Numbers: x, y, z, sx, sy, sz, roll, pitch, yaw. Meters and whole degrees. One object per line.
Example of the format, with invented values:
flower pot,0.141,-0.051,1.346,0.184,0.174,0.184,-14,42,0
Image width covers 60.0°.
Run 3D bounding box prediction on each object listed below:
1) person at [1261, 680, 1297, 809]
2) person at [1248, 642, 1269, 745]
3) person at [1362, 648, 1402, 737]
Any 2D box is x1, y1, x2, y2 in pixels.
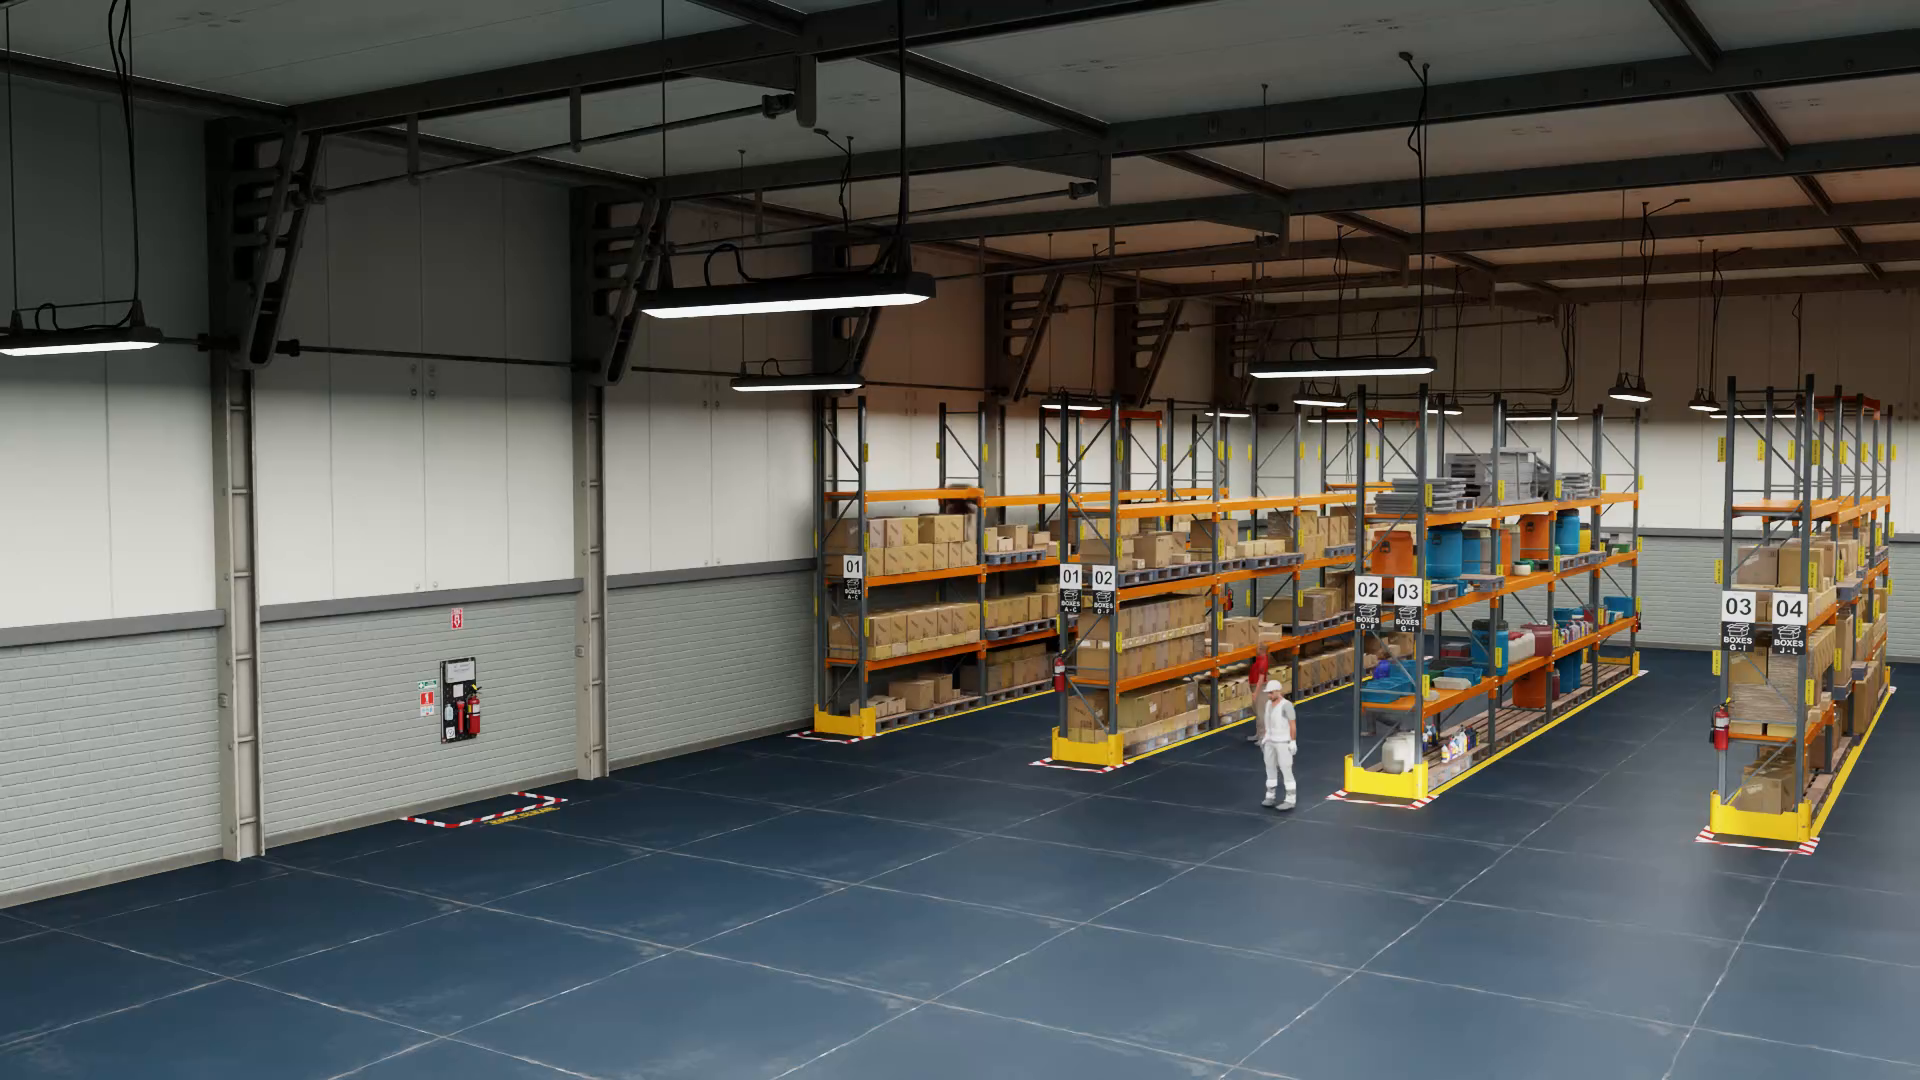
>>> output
person,4.475,2.871,23.492,0.410,1.785,0.627,-2,4,-33
person,5.170,2.648,28.704,0.395,1.767,0.551,0,3,-5
person,7.355,2.667,28.990,0.683,1.601,0.612,0,3,-1
